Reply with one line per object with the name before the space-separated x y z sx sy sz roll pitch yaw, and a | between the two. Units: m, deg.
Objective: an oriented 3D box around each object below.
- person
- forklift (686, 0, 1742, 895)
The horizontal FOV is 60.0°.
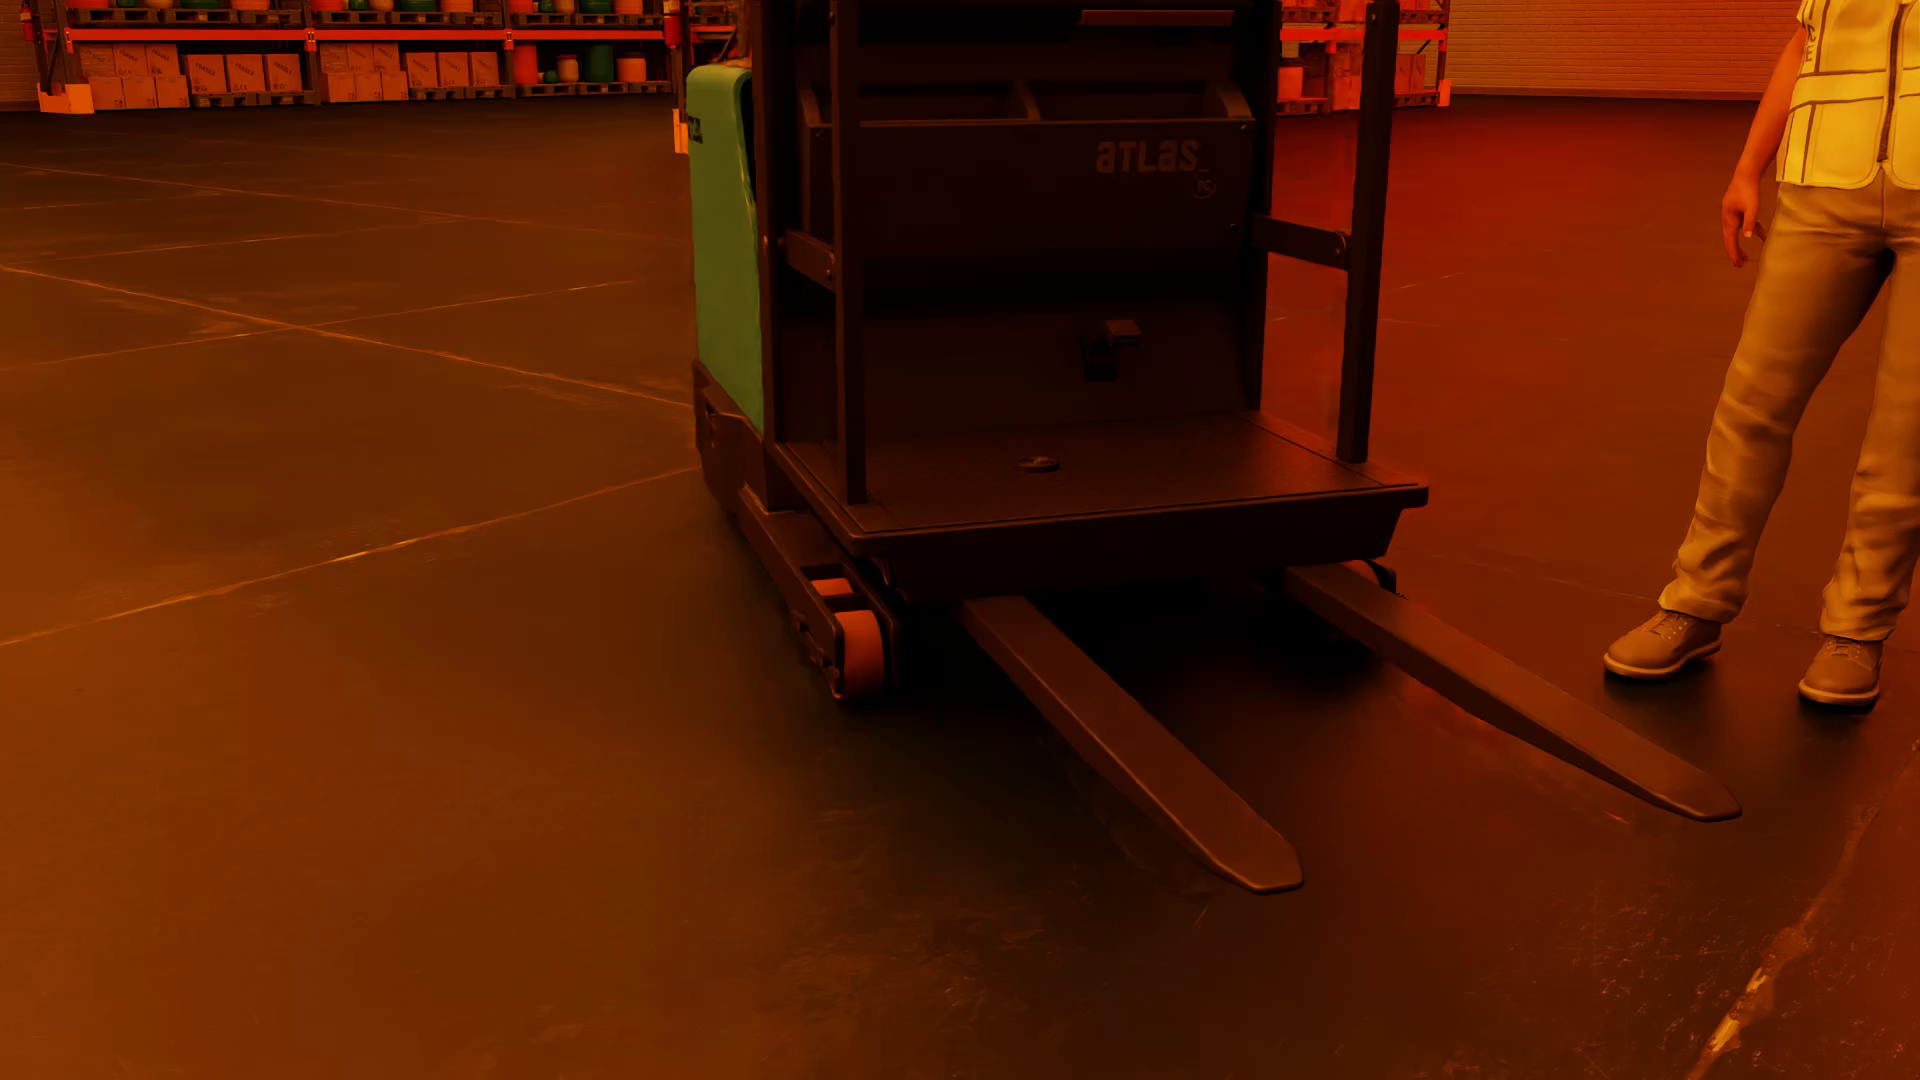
person | 1.572 -0.547 2.849 0.598 1.670 0.529 16 23 42
forklift | 0.203 -1.242 2.989 1.130 2.935 3.031 -5 18 -17
